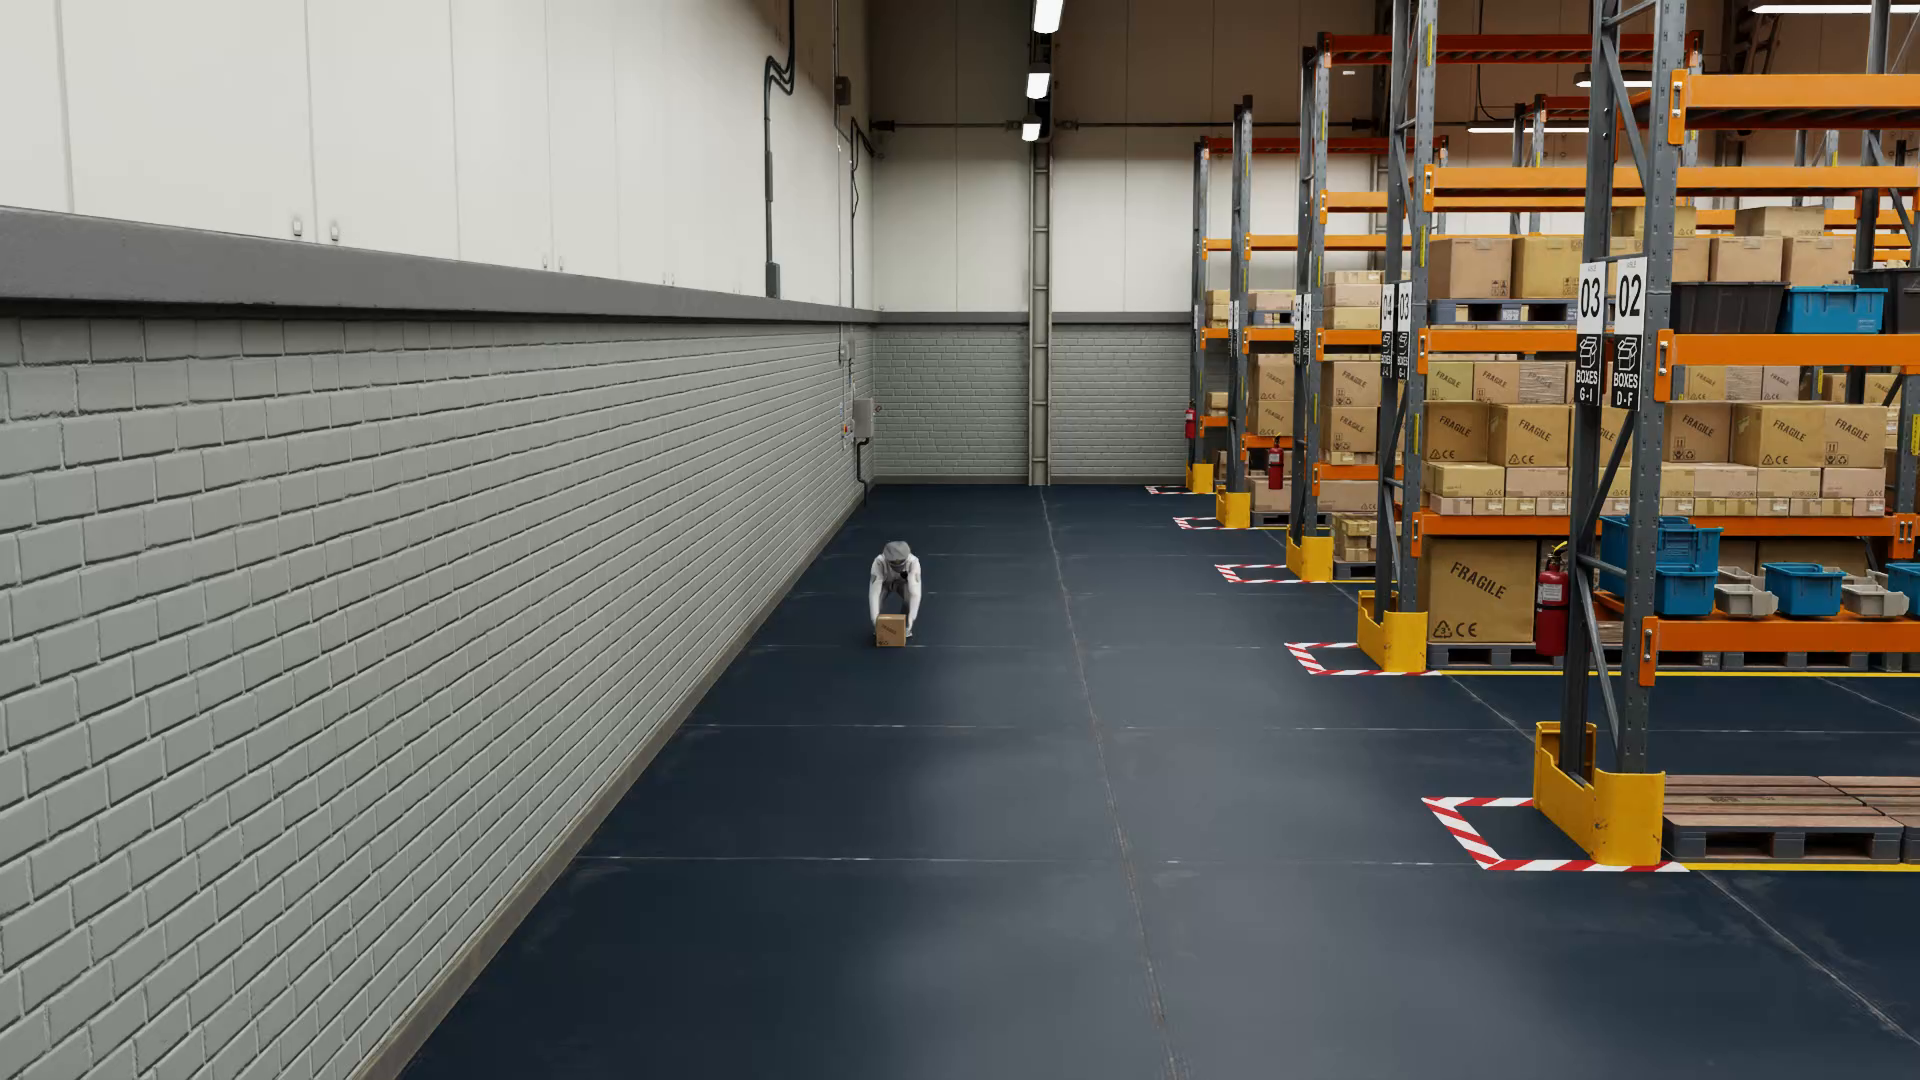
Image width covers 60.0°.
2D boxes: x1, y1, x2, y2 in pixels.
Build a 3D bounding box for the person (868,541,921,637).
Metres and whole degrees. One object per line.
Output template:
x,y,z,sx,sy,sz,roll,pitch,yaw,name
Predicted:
-0.595,0.440,15.267,0.489,0.928,0.852,0,7,1,person
